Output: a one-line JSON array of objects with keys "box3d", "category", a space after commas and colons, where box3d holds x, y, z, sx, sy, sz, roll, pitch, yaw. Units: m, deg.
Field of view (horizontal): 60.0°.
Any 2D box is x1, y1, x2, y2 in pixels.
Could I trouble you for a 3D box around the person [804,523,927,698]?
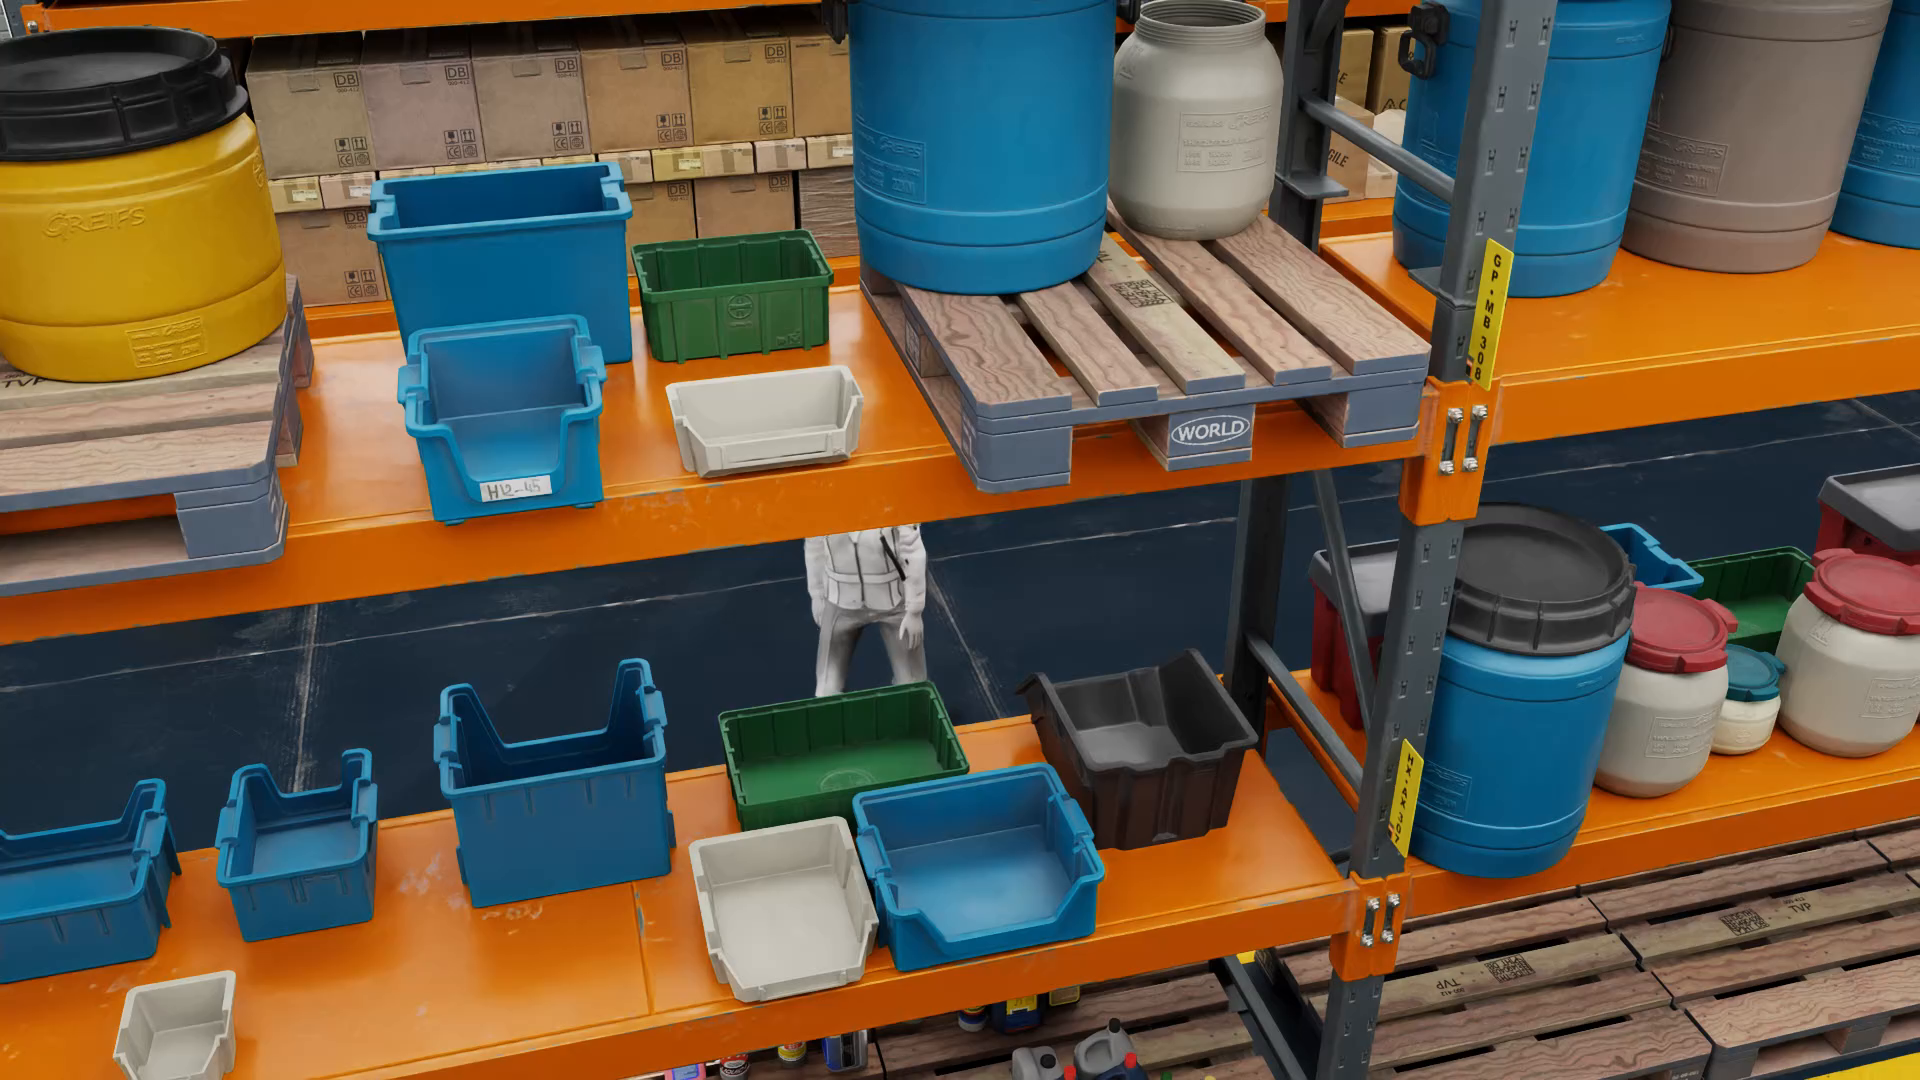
[{"box3d": [-0.408, 0.229, 6.697, 0.581, 1.670, 0.580, 4, 31, 7], "category": "person"}]
